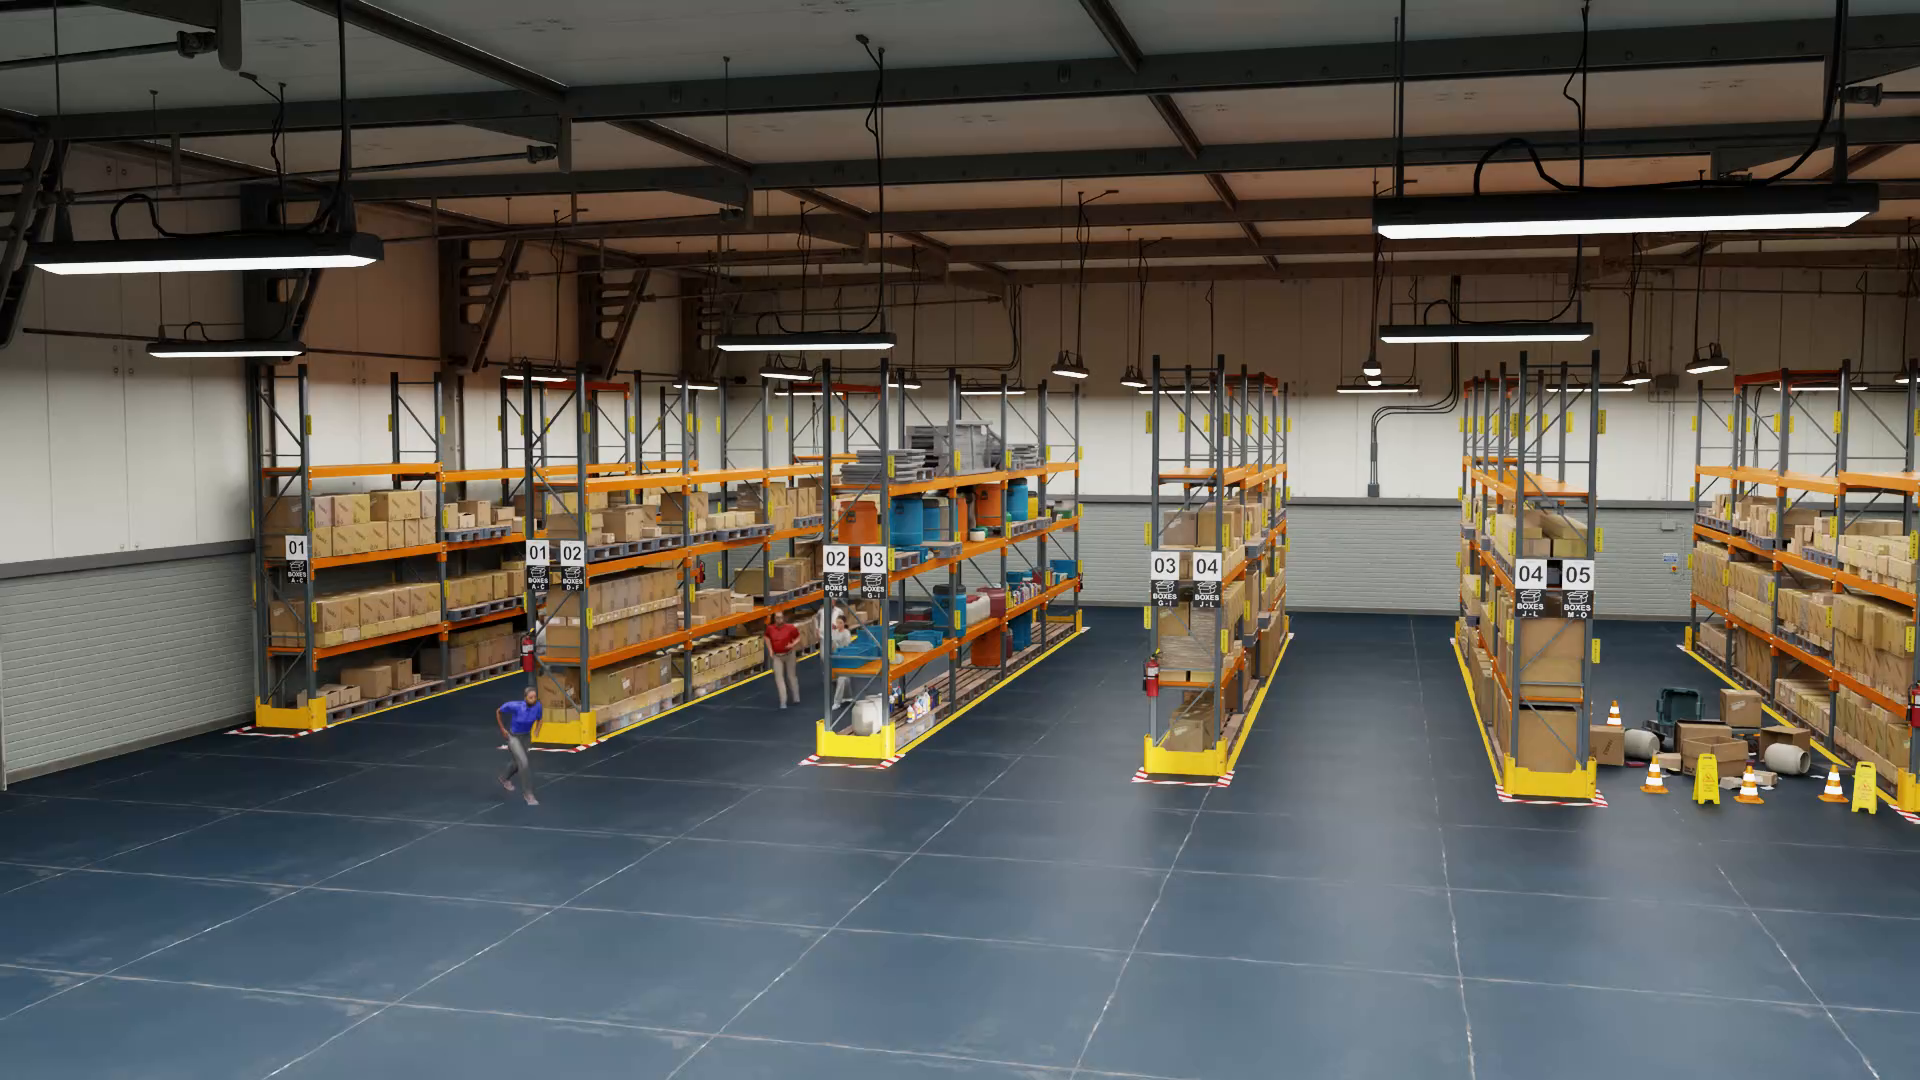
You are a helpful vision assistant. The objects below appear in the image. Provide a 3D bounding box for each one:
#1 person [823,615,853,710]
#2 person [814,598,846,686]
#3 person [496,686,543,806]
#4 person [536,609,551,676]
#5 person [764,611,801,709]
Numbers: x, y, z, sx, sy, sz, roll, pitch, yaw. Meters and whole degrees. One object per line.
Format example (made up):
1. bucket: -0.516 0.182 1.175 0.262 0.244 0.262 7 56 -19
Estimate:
1. person: -2.142 2.144 29.582 0.761 1.664 0.620 -3 5 -41
2. person: -2.511 1.913 32.064 0.641 1.798 0.719 0 4 1
3. person: -5.916 2.714 22.174 0.616 1.616 0.957 -4 5 -42
4. person: -7.718 2.064 30.847 0.574 1.647 0.743 -1 4 -10
5. person: -3.166 2.099 29.624 0.680 1.701 0.883 0 4 5
